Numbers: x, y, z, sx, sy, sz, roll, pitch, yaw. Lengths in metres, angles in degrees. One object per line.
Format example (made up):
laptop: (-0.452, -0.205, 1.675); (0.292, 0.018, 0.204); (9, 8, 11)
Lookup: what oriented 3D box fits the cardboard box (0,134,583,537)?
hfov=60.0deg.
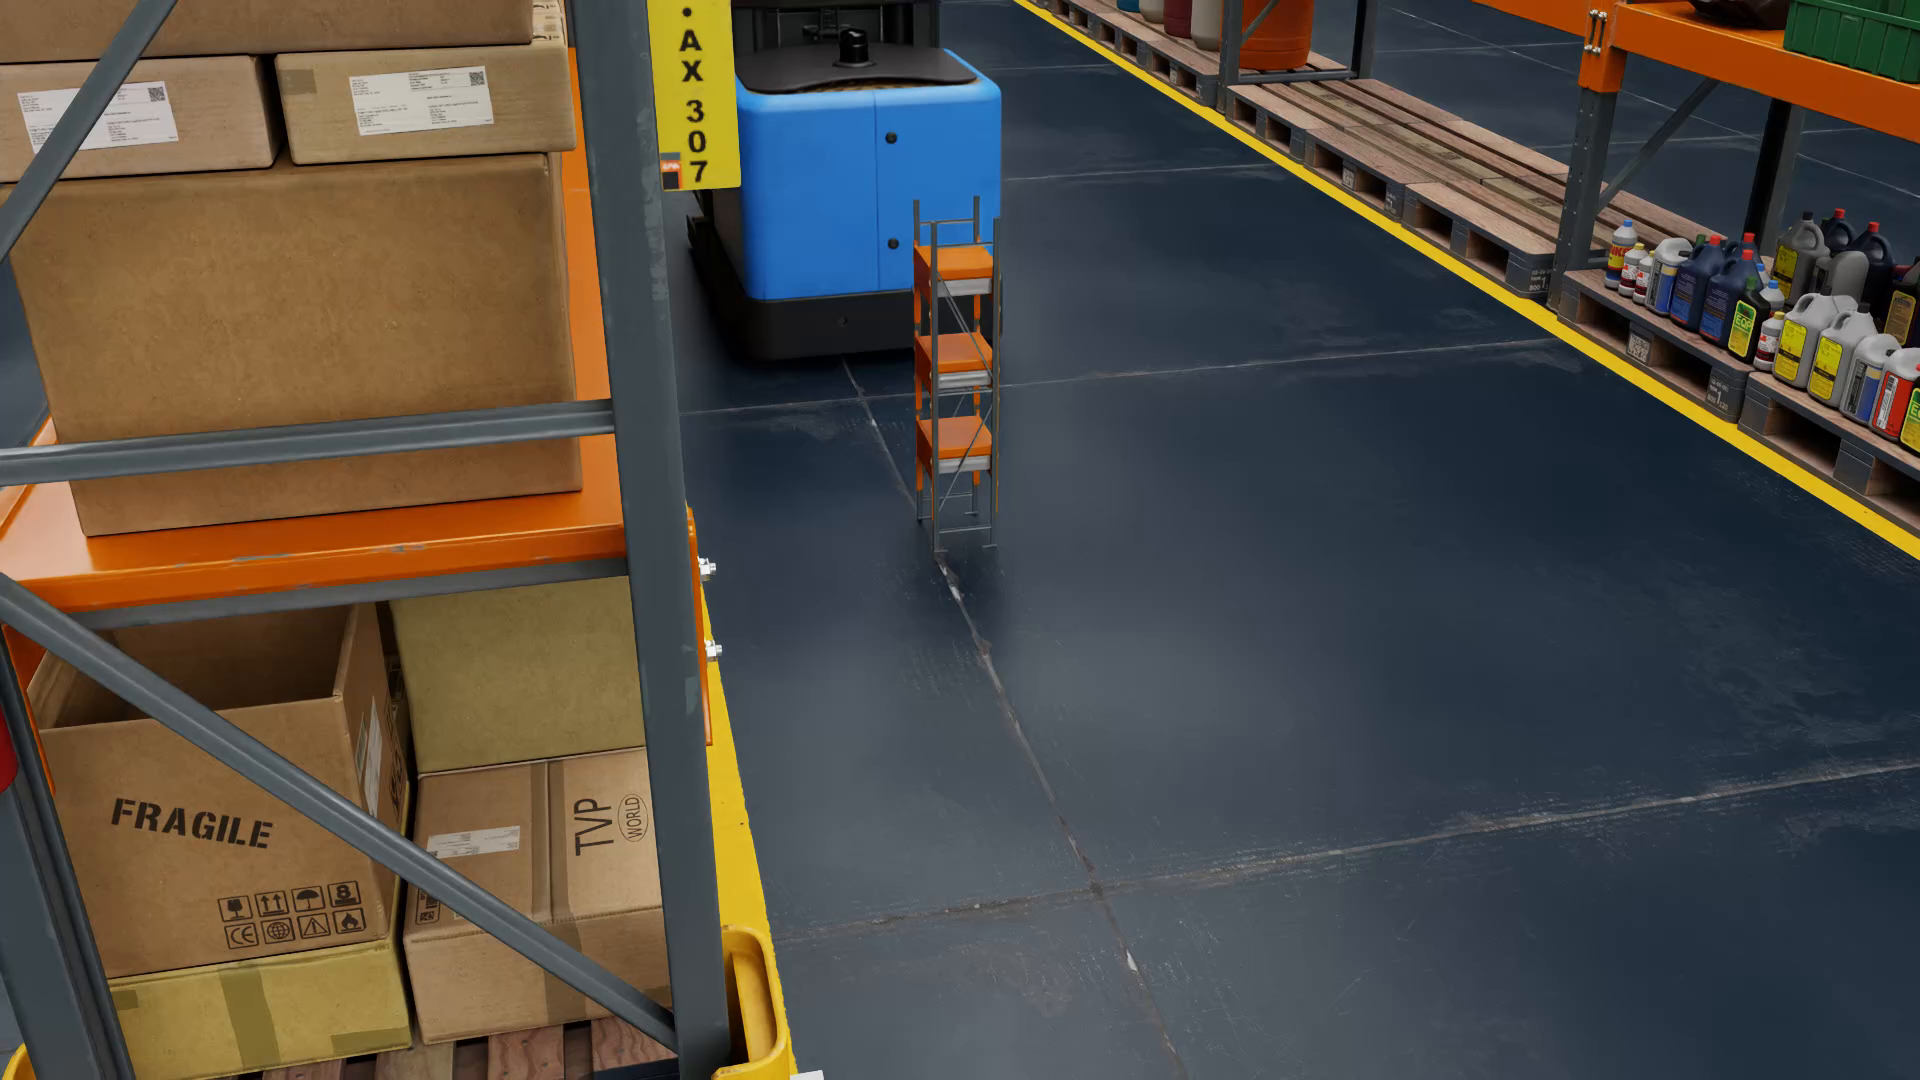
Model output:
cardboard box: (-0.964, -0.369, 2.541); (0.700, 0.500, 0.500); (-6, 27, -12)

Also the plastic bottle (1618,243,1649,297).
plastic bottle: (2.722, -1.093, 6.705); (0.097, 0.201, 0.097); (0, 27, 0)

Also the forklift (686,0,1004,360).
forklift: (-0.691, -2.654, 7.256); (1.130, 2.935, 3.031); (-7, 28, -13)

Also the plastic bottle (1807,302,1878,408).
plastic bottle: (3.012, -0.641, 5.644); (0.144, 0.351, 0.185); (-5, 27, -9)

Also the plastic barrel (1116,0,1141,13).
plastic barrel: (1.517, -4.587, 12.871); (0.600, 0.901, 0.708); (-6, 27, -12)

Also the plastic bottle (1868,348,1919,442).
plastic bottle: (3.084, -0.475, 5.396); (0.152, 0.276, 0.135); (-6, 27, -11)

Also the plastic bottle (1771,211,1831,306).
plastic bottle: (3.340, -1.121, 6.594); (0.144, 0.351, 0.185); (-6, 27, -12)

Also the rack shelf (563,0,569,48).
rack shelf: (-2.223, -2.431, 7.535); (1.077, 0.370, 4.000); (-6, 27, -12)

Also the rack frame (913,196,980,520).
rack frame: (-0.040, -0.546, 5.166); (0.200, 1.050, 0.008); (-6, 27, -12)

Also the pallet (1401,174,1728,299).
pallet: (2.839, -1.471, 7.931); (1.003, 0.211, 1.213); (-6, 27, -12)

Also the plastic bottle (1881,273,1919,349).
plastic bottle: (3.502, -0.858, 6.147); (0.061, 0.283, 0.133); (-6, 27, -12)

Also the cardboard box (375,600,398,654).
cardboard box: (-1.522, -0.055, 3.784); (0.500, 0.500, 0.500); (-6, 27, -12)

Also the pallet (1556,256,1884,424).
pallet: (3.165, -0.831, 6.663); (1.003, 0.211, 1.213); (-6, 27, -12)

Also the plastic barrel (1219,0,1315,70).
plastic barrel: (2.026, -3.563, 10.922); (0.600, 0.830, 0.708); (-6, 27, -12)

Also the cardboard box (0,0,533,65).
cardboard box: (-0.976, -0.971, 2.294); (0.700, 0.500, 0.500); (-6, 27, -11)

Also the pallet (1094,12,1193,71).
pallet: (1.663, -3.763, 12.471); (1.003, 0.211, 1.213); (-6, 27, -12)

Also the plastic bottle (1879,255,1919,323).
plastic bottle: (3.601, -0.954, 6.338); (0.061, 0.283, 0.133); (-4, 27, -8)

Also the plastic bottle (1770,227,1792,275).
plastic bottle: (3.439, -1.195, 6.906); (0.097, 0.201, 0.097); (0, 27, 0)

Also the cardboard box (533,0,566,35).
cardboard box: (-0.812, -0.762, 2.600); (0.380, 0.149, 0.250); (-7, 28, -13)

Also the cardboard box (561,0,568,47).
cardboard box: (-0.922, -0.983, 3.037); (0.380, 0.149, 0.250); (-6, 27, -12)

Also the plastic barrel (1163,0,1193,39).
plastic barrel: (1.771, -3.951, 11.959); (0.600, 0.588, 0.708); (-6, 27, -12)

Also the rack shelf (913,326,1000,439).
rack shelf: (-0.012, -0.483, 5.065); (0.215, 0.259, 0.240); (-6, 27, -12)

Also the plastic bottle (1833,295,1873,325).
plastic bottle: (3.109, -0.716, 5.874); (0.152, 0.276, 0.135); (-6, 27, -12)

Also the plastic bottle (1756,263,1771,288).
plastic bottle: (2.982, -0.906, 6.255); (0.097, 0.271, 0.097); (0, 27, 0)

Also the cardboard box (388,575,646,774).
cardboard box: (-0.890, 0.110, 3.456); (0.500, 0.500, 0.500); (-6, 27, -12)

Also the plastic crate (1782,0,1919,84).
plastic crate: (3.085, -1.656, 5.437); (0.450, 0.188, 0.662); (-6, 27, -12)

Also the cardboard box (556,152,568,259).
cardboard box: (-1.193, -0.817, 3.430); (0.700, 0.500, 0.500); (-6, 27, -11)

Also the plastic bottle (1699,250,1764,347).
plastic bottle: (2.874, -0.910, 6.175); (0.144, 0.351, 0.185); (-7, 28, -14)

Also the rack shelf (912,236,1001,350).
rack shelf: (-0.012, -0.736, 4.937); (0.215, 0.259, 0.240); (-6, 27, -12)

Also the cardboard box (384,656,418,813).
cardboard box: (-1.404, 0.498, 3.519); (0.500, 0.250, 0.500); (-6, 27, -12)

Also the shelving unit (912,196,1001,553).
shelving unit: (-0.012, -0.492, 5.060); (0.215, 1.050, 0.252); (-6, 27, -12)

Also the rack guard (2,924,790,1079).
rack guard: (-0.866, 1.009, 2.697); (1.175, 0.500, 0.348); (-6, 27, -12)

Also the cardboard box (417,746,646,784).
cardboard box: (-0.892, 0.445, 3.625); (0.500, 0.250, 0.500); (-6, 27, -12)

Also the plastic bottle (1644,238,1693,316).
plastic bottle: (2.798, -1.032, 6.501); (0.152, 0.276, 0.135); (-5, 27, -10)

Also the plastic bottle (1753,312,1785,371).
plastic bottle: (2.915, -0.716, 5.958); (0.097, 0.201, 0.097); (0, 27, 0)

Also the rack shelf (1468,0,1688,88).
rack shelf: (2.603, -2.932, 8.529); (1.077, 0.370, 4.000); (-6, 27, -12)

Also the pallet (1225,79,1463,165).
pallet: (2.289, -2.542, 10.053); (1.003, 0.211, 1.213); (-6, 27, -12)

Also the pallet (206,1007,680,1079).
pallet: (-1.084, 0.795, 3.440); (1.003, 0.211, 1.213); (-6, 27, -12)

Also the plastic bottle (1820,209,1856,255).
plastic bottle: (3.480, -1.136, 6.623); (0.144, 0.351, 0.185); (-7, 28, -13)

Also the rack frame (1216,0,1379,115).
rack frame: (2.153, -4.131, 10.106); (1.000, 3.000, 0.127); (-6, 27, -12)

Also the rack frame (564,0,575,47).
rack frame: (-1.773, -1.874, 5.634); (1.000, 3.000, 0.127); (-6, 27, -12)

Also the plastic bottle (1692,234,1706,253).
plastic bottle: (2.902, -1.047, 6.521); (0.061, 0.283, 0.133); (-6, 27, -12)
